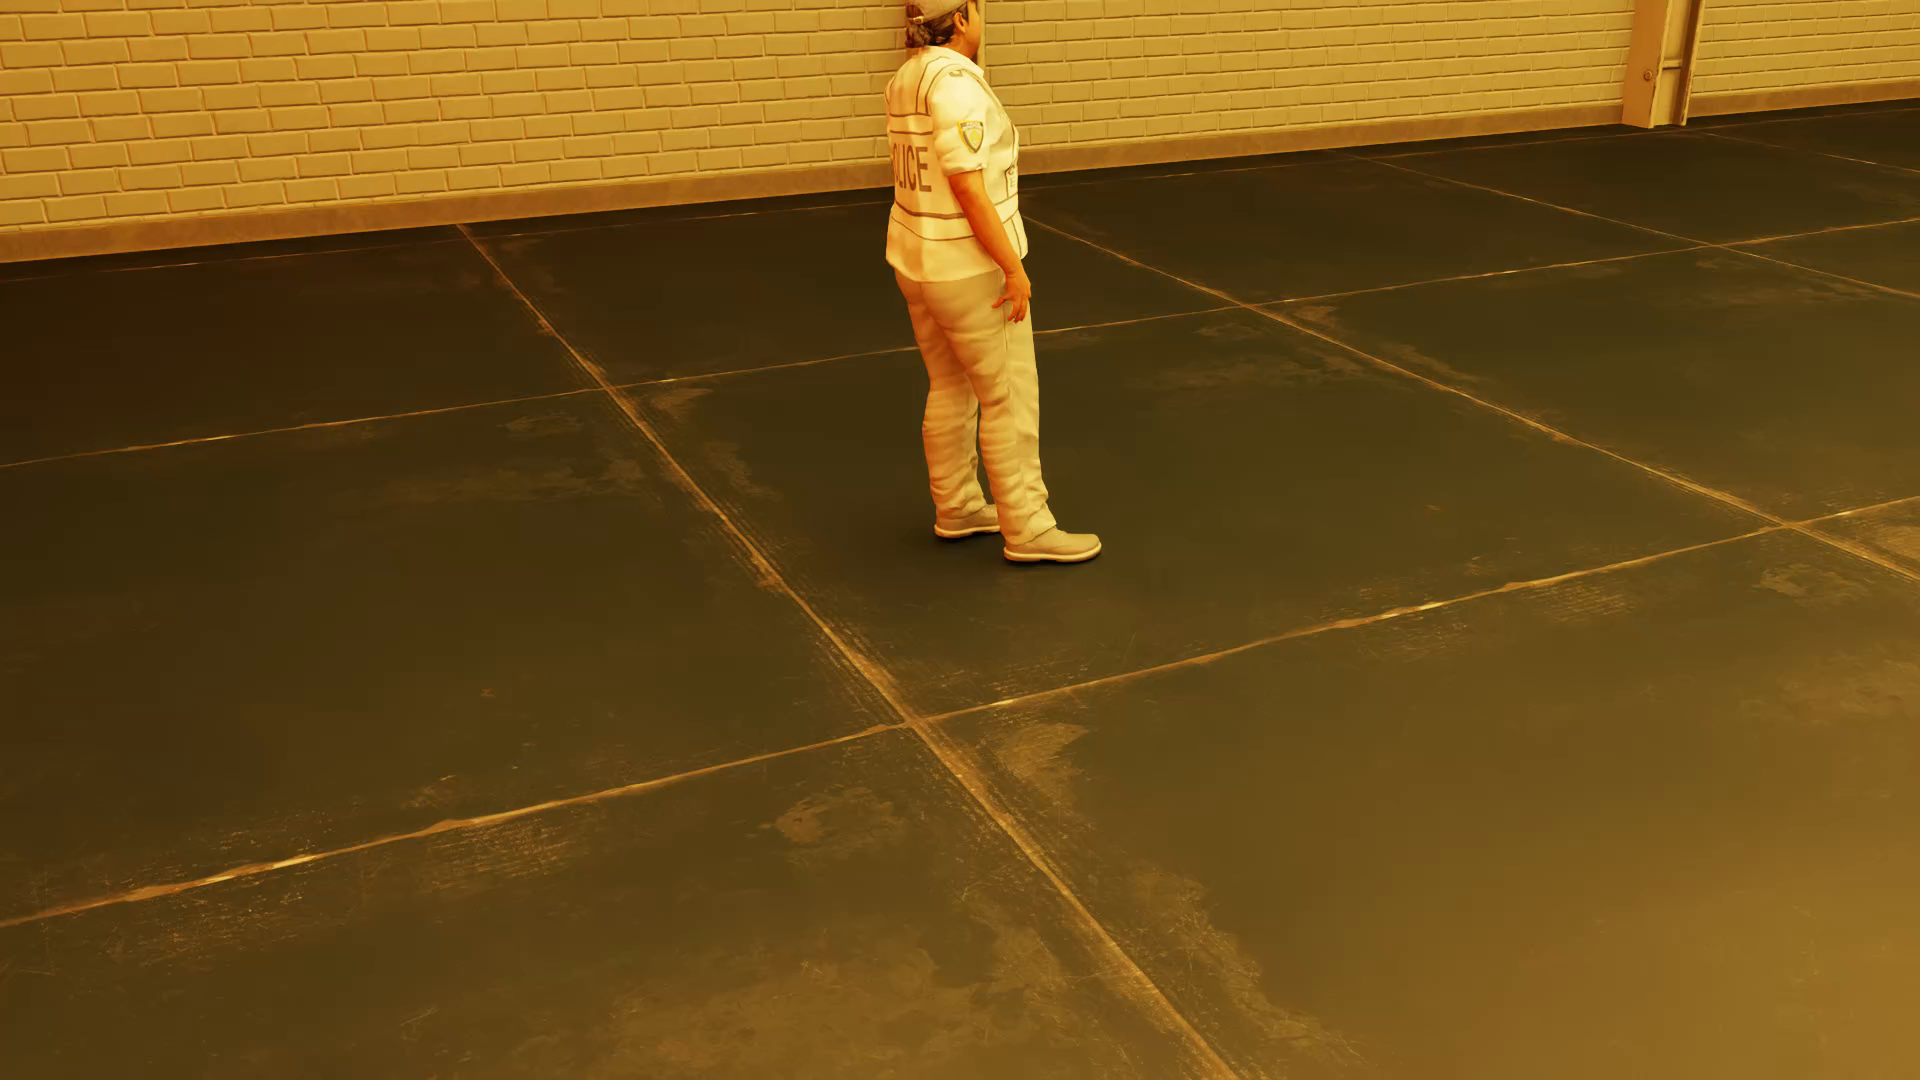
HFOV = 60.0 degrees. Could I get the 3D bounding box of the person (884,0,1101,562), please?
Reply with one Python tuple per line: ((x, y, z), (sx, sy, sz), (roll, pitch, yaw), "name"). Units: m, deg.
((0.079, -0.780, 4.795), (0.529, 1.670, 0.598), (-10, 25, -23), "person")
